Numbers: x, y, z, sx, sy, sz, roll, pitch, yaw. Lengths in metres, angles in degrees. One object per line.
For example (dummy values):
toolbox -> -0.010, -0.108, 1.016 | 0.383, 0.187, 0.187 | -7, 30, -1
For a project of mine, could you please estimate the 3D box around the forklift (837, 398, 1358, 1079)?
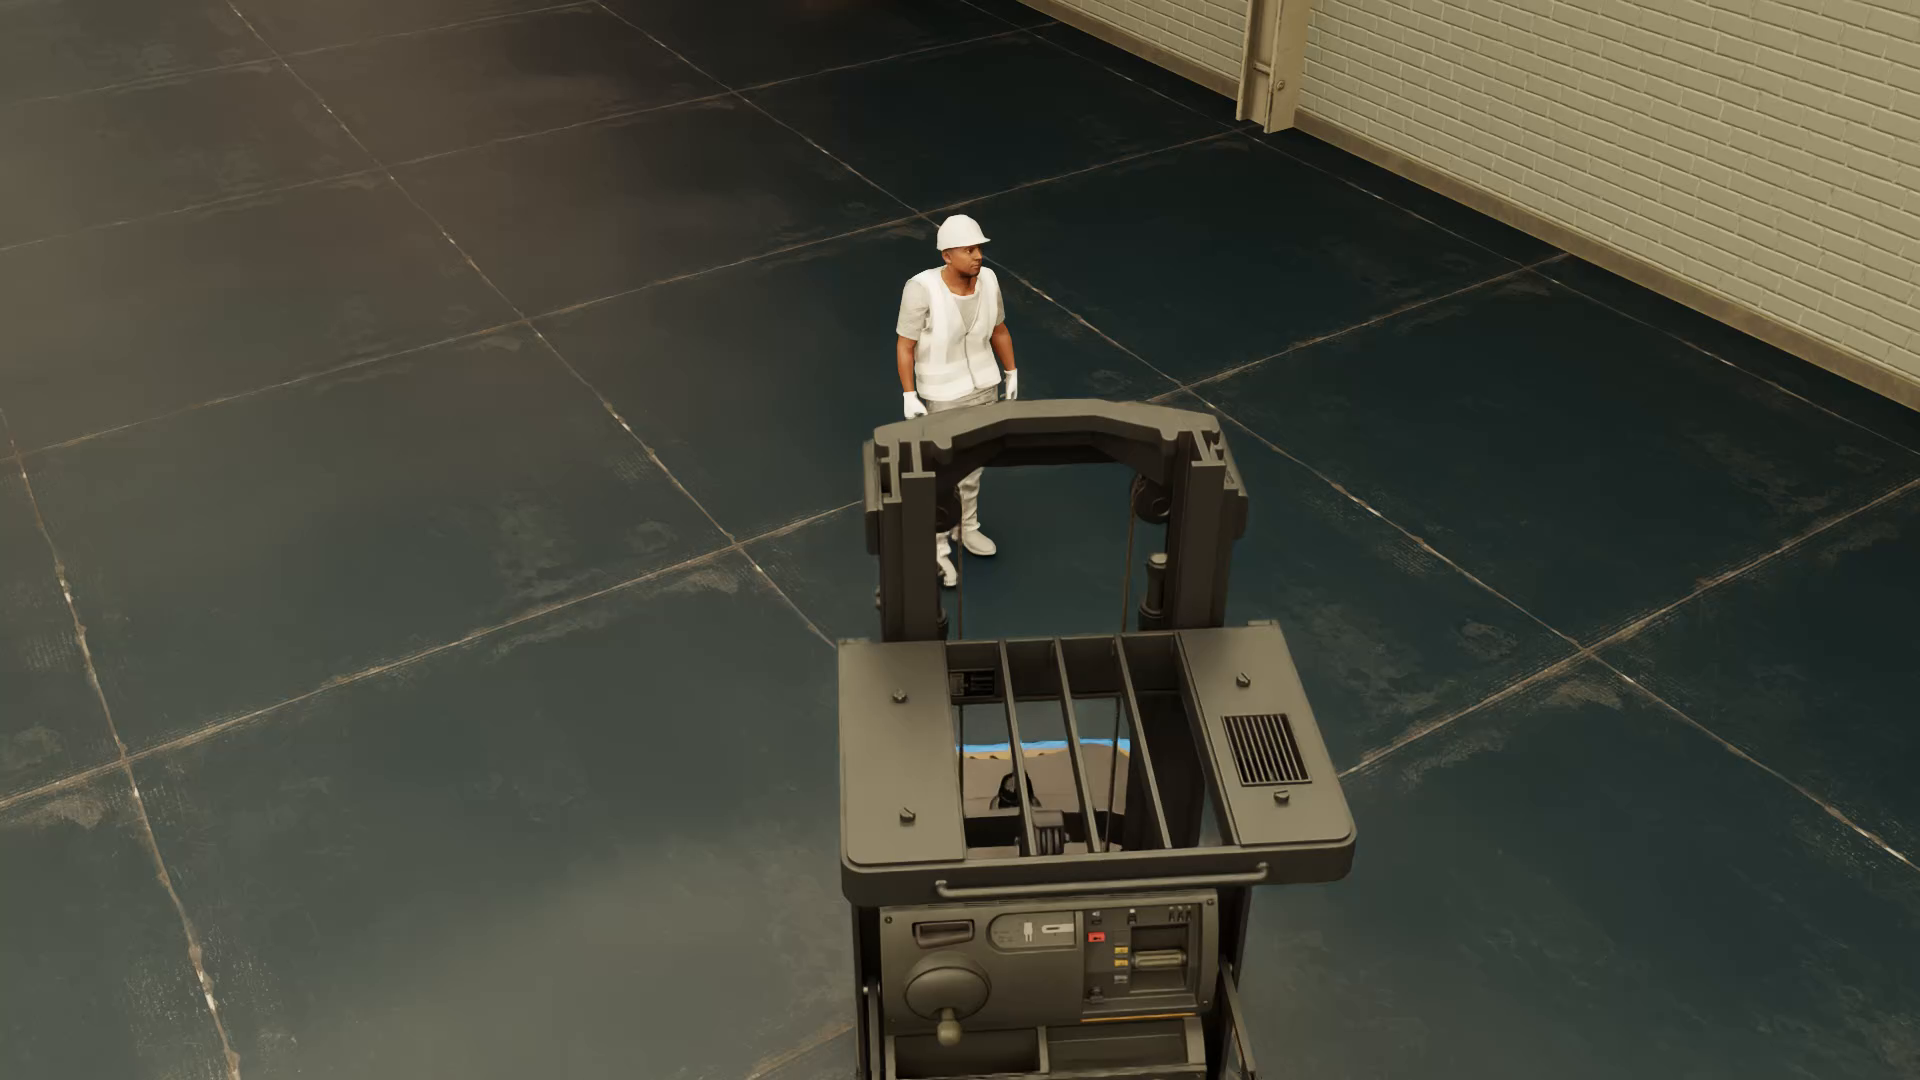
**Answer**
forklift -> 0.265, 1.232, 4.394 | 1.130, 2.935, 3.031 | -2, 35, -3

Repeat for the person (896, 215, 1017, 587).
person -> 0.032, -0.698, 8.127 | 0.656, 1.782, 0.576 | -21, 40, -27
